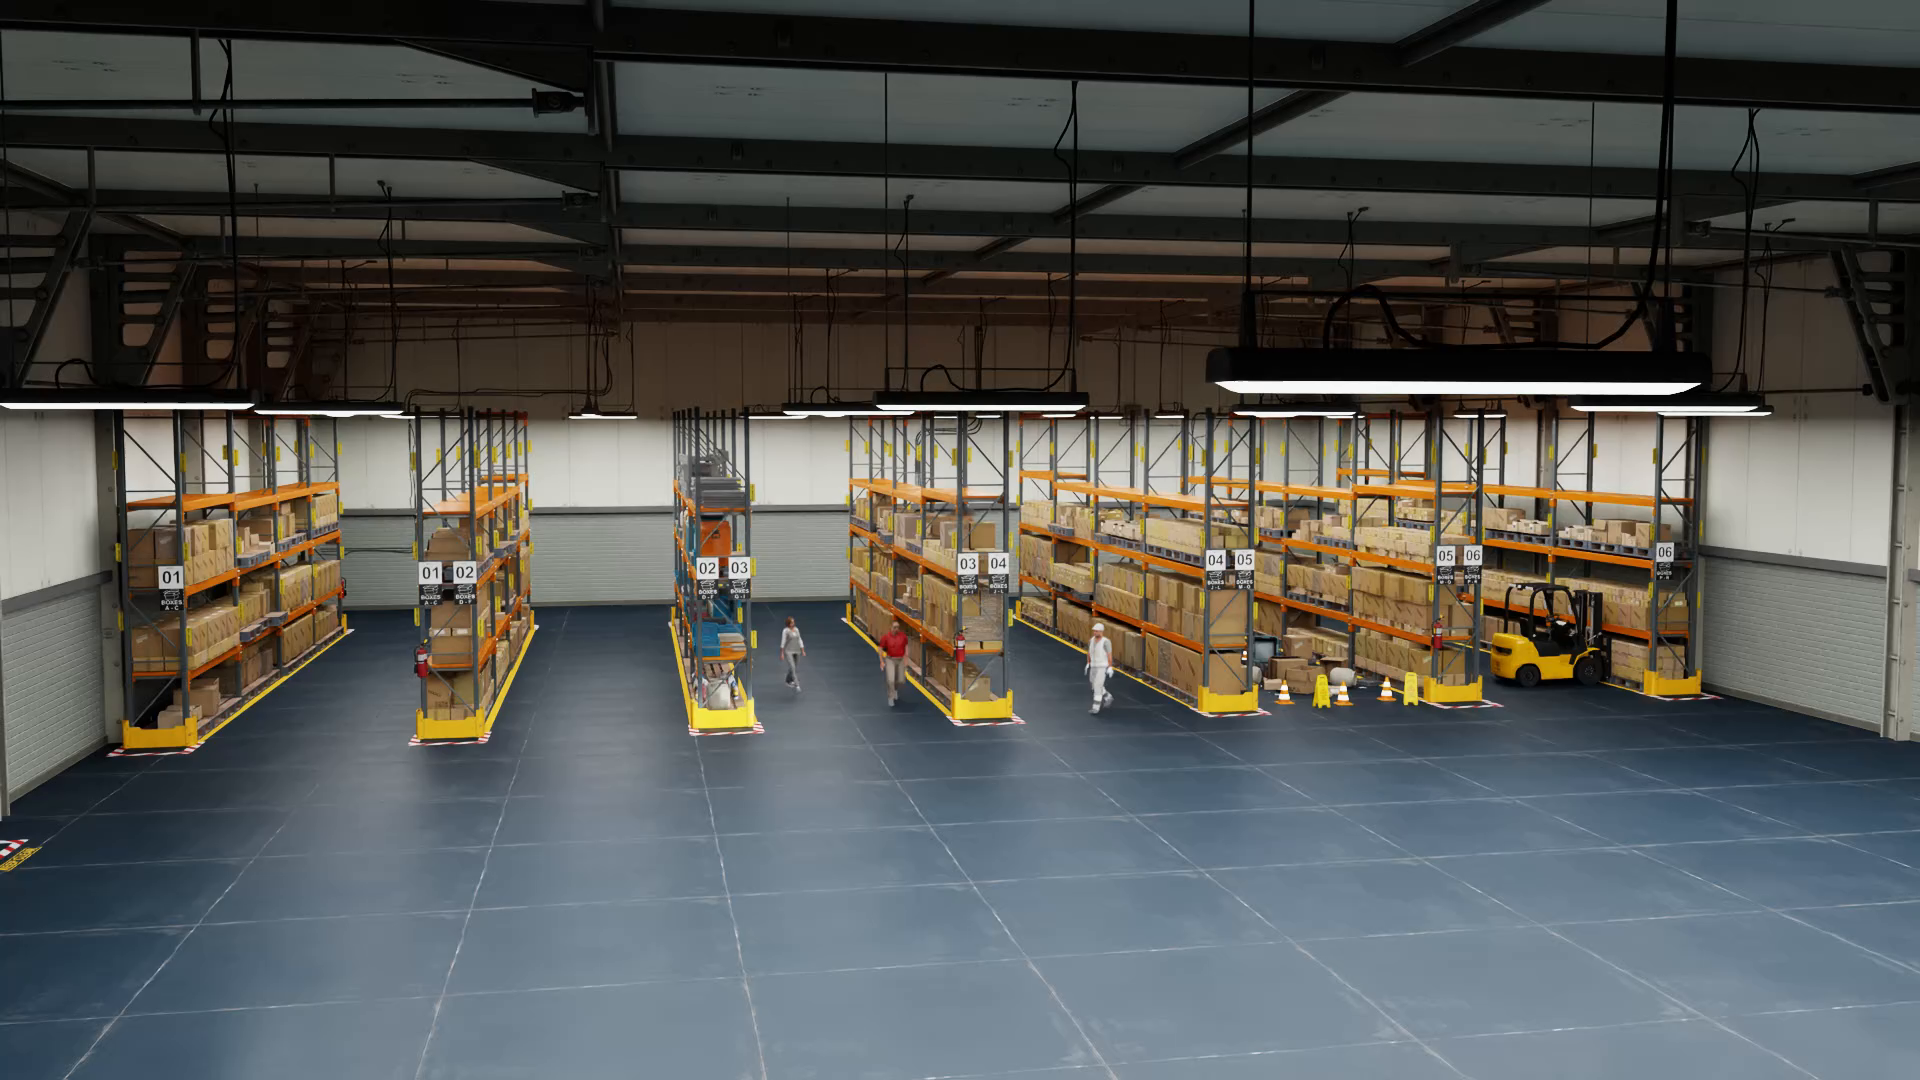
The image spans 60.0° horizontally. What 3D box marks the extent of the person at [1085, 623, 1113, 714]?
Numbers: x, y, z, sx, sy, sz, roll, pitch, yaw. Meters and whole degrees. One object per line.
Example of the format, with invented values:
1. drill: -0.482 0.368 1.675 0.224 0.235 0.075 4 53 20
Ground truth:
1. person: 2.779 2.512 32.798 0.847 1.773 0.642 -4 5 -41

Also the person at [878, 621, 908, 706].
1. person: -1.365 2.479 33.783 0.626 1.711 0.660 -1 4 -20

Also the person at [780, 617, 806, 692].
1. person: -3.535 2.408 35.414 0.517 1.538 0.938 -3 5 -33
